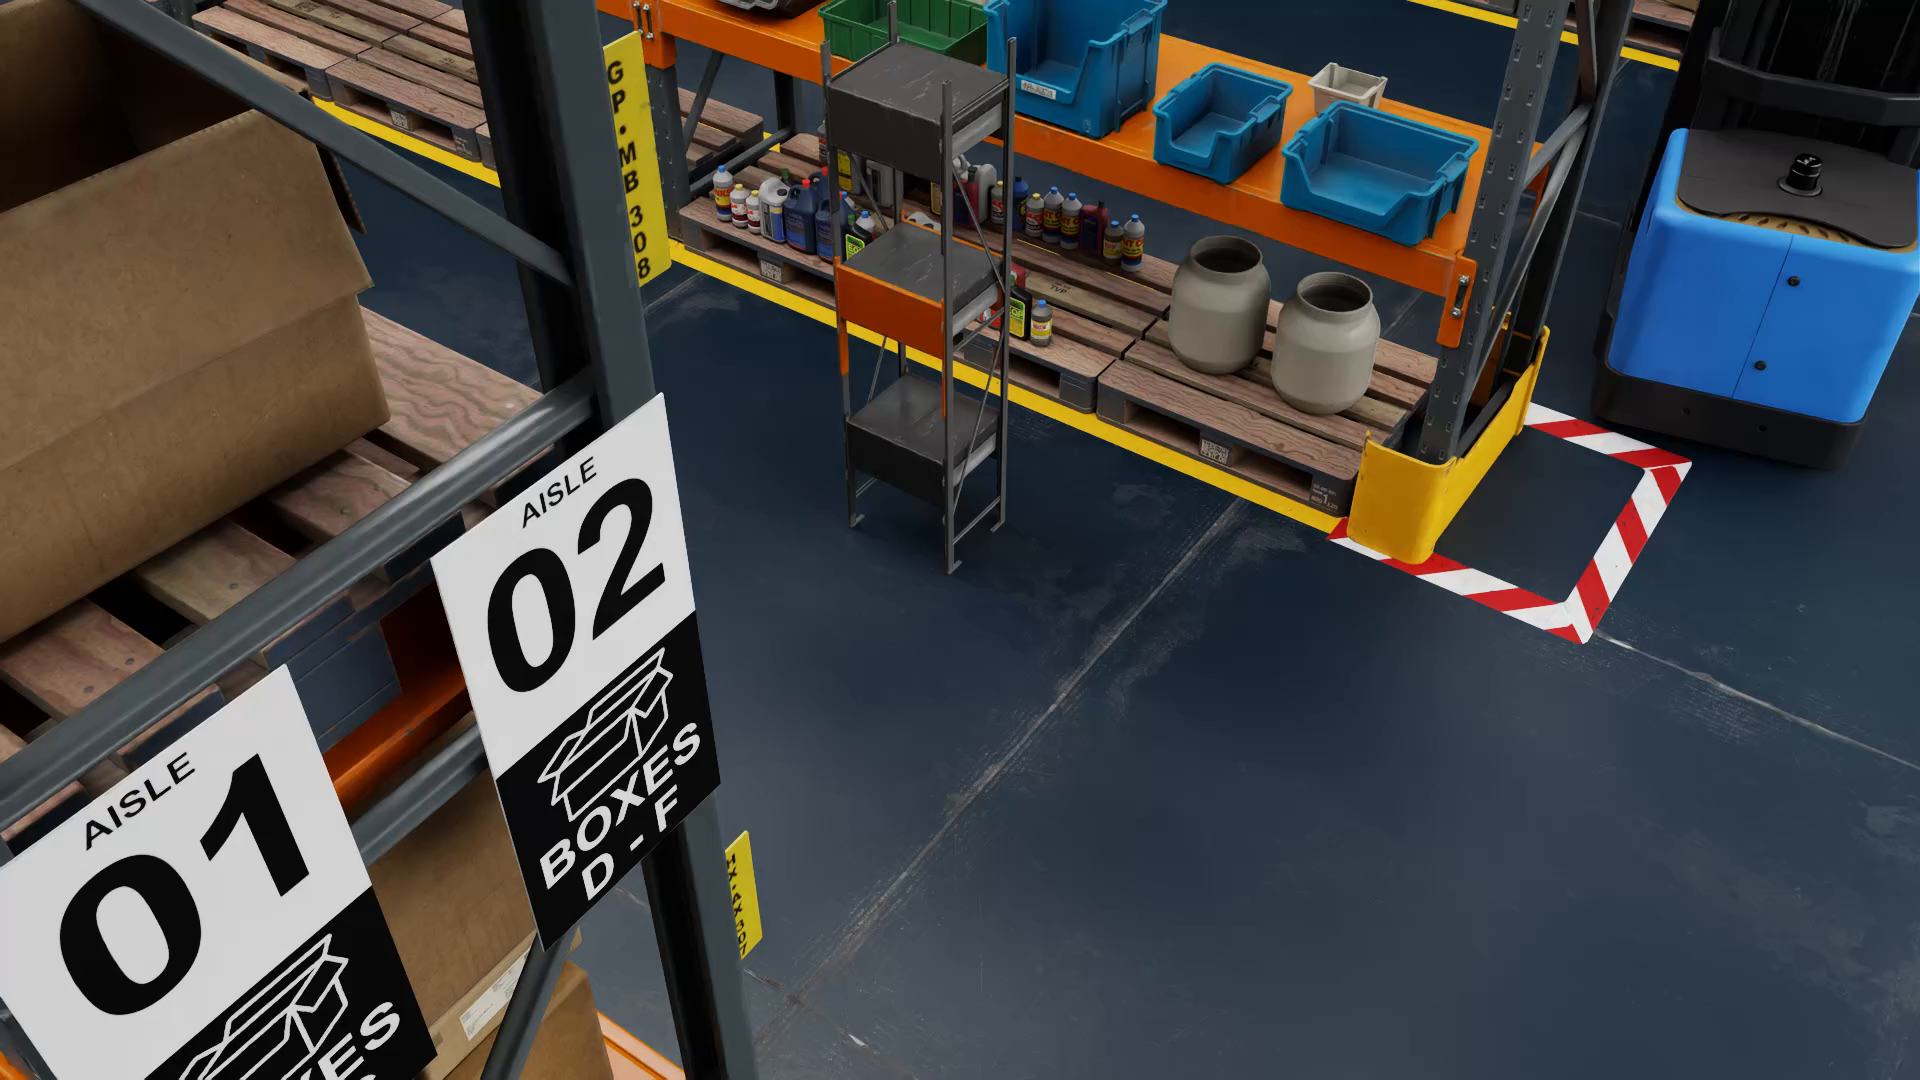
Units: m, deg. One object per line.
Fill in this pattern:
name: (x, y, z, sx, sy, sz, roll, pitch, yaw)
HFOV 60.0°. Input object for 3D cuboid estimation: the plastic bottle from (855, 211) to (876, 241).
plastic bottle: (-0.441, -1.418, 7.802, 0.097, 0.271, 0.097, 0, 42, 0)

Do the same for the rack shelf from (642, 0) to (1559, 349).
rack shelf: (0.477, -1.881, 7.142, 4.000, 0.370, 1.077, 25, 48, 25)

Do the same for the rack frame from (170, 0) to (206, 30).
rack frame: (-4.435, -4.446, 9.470, 0.127, 3.000, 1.000, 25, 48, 25)

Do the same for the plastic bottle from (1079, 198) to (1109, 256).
plastic bottle: (0.635, -1.496, 7.879, 0.133, 0.283, 0.061, 26, 48, 26)

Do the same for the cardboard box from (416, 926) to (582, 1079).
cardboard box: (-0.930, 0.773, 3.076, 0.250, 0.149, 0.380, 25, 47, 25)

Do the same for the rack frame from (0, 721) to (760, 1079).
rack frame: (-0.732, 1.320, 3.026, 0.127, 3.000, 1.000, 25, 48, 25)

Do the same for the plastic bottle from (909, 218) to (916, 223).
plastic bottle: (-0.235, -1.321, 7.633, 0.185, 0.351, 0.144, 25, 47, 25)

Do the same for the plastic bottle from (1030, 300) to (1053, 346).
plastic bottle: (0.360, -0.968, 7.351, 0.097, 0.201, 0.097, 0, 42, 0)

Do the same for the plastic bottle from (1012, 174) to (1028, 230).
plastic bottle: (0.281, -1.642, 8.052, 0.097, 0.271, 0.097, 0, 42, 0)

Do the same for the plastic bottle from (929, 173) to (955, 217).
plastic bottle: (-0.084, -1.714, 8.124, 0.133, 0.283, 0.061, 25, 48, 25)

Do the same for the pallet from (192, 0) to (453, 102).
pallet: (-3.823, -3.089, 10.044, 1.213, 0.211, 1.003, 25, 48, 25)

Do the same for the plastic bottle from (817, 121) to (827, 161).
plastic bottle: (-0.684, -2.067, 8.579, 0.097, 0.201, 0.097, 0, 42, 0)

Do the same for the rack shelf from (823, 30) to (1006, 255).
rack shelf: (-0.136, -1.357, 5.663, 0.480, 0.518, 0.431, 25, 48, 25)

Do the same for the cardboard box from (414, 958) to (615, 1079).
cardboard box: (-1.107, 1.097, 3.200, 0.500, 0.500, 0.700, 25, 48, 25)

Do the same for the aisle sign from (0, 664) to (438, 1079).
aisle sign: (-0.847, 0.536, 1.952, 0.004, 0.787, 0.394, 25, 48, 25)

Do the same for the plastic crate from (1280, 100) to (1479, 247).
plastic crate: (1.533, -1.356, 6.128, 0.616, 0.251, 0.499, 25, 48, 25)

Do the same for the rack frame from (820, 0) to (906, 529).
rack frame: (-0.335, -0.939, 6.225, 0.015, 2.100, 0.400, 25, 48, 25)

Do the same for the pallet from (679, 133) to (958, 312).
pallet: (-0.634, -1.596, 8.375, 1.213, 0.211, 1.003, 25, 48, 25)

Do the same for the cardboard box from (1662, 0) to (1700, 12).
cardboard box: (4.457, -3.561, 10.039, 0.500, 0.500, 0.500, -33, 51, -31)

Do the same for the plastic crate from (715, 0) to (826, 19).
plastic crate: (-0.804, -2.622, 7.477, 0.504, 0.338, 0.767, 25, 48, 25)

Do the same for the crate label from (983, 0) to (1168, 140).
crate label: (0.453, -1.954, 6.657, 0.616, 0.435, 0.502, 25, 48, 25)

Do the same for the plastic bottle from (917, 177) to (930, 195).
plastic bottle: (-0.153, -1.864, 8.291, 0.133, 0.283, 0.061, 28, 49, 28)

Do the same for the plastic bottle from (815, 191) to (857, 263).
plastic bottle: (-0.583, -1.484, 7.815, 0.185, 0.351, 0.144, 23, 47, 24)

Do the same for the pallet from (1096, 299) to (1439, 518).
pallet: (1.364, -0.662, 7.331, 1.213, 0.211, 1.003, 25, 48, 25)

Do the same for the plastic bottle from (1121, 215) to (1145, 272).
plastic bottle: (0.809, -1.395, 7.775, 0.097, 0.271, 0.097, 0, 42, 0)

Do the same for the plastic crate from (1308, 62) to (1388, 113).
plastic crate: (1.567, -1.803, 6.714, 0.250, 0.136, 0.298, 25, 48, 25)

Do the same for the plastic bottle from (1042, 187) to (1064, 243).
plastic bottle: (0.447, -1.564, 7.965, 0.097, 0.271, 0.097, 0, 42, 0)

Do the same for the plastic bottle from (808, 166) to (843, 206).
plastic bottle: (-0.655, -1.635, 7.984, 0.185, 0.351, 0.144, 25, 48, 25)

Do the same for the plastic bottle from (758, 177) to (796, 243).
plastic bottle: (-0.870, -1.594, 7.994, 0.135, 0.276, 0.152, 27, 48, 27)

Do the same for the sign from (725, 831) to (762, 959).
sign: (-0.409, 0.667, 3.047, 0.005, 0.325, 0.100, 25, 48, 25)

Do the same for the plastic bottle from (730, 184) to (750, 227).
plastic bottle: (-1.068, -1.636, 8.097, 0.097, 0.201, 0.097, 0, 42, 0)

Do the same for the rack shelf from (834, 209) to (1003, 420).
rack shelf: (-0.136, -0.836, 6.130, 0.480, 0.518, 0.431, 25, 48, 25)

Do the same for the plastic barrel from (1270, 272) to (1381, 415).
plastic barrel: (1.532, -0.823, 6.971, 0.421, 0.512, 0.421, 0, 42, 0)

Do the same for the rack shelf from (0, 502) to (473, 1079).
rack shelf: (-2.370, -0.296, 3.121, 4.000, 0.370, 1.077, 25, 48, 25)

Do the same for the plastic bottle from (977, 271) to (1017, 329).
plastic bottle: (0.169, -1.108, 7.451, 0.135, 0.276, 0.152, 25, 48, 26)

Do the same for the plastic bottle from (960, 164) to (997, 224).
plastic bottle: (0.085, -1.713, 8.128, 0.135, 0.276, 0.152, 26, 48, 26)

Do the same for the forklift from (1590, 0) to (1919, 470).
forklift: (3.803, -2.374, 7.205, 1.130, 2.935, 3.031, 16, 44, 17)

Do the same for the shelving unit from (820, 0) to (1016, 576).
shelving unit: (-0.136, -0.846, 6.121, 0.503, 2.100, 0.431, 25, 48, 25)

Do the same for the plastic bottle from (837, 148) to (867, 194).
plastic bottle: (-0.550, -1.924, 8.307, 0.185, 0.351, 0.144, 25, 48, 25)

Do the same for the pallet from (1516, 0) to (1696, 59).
pallet: (4.252, -3.408, 10.400, 1.213, 0.211, 1.003, 25, 48, 25)

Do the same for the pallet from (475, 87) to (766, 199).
pallet: (-1.825, -2.155, 9.000, 1.213, 0.211, 1.003, 25, 48, 25)
